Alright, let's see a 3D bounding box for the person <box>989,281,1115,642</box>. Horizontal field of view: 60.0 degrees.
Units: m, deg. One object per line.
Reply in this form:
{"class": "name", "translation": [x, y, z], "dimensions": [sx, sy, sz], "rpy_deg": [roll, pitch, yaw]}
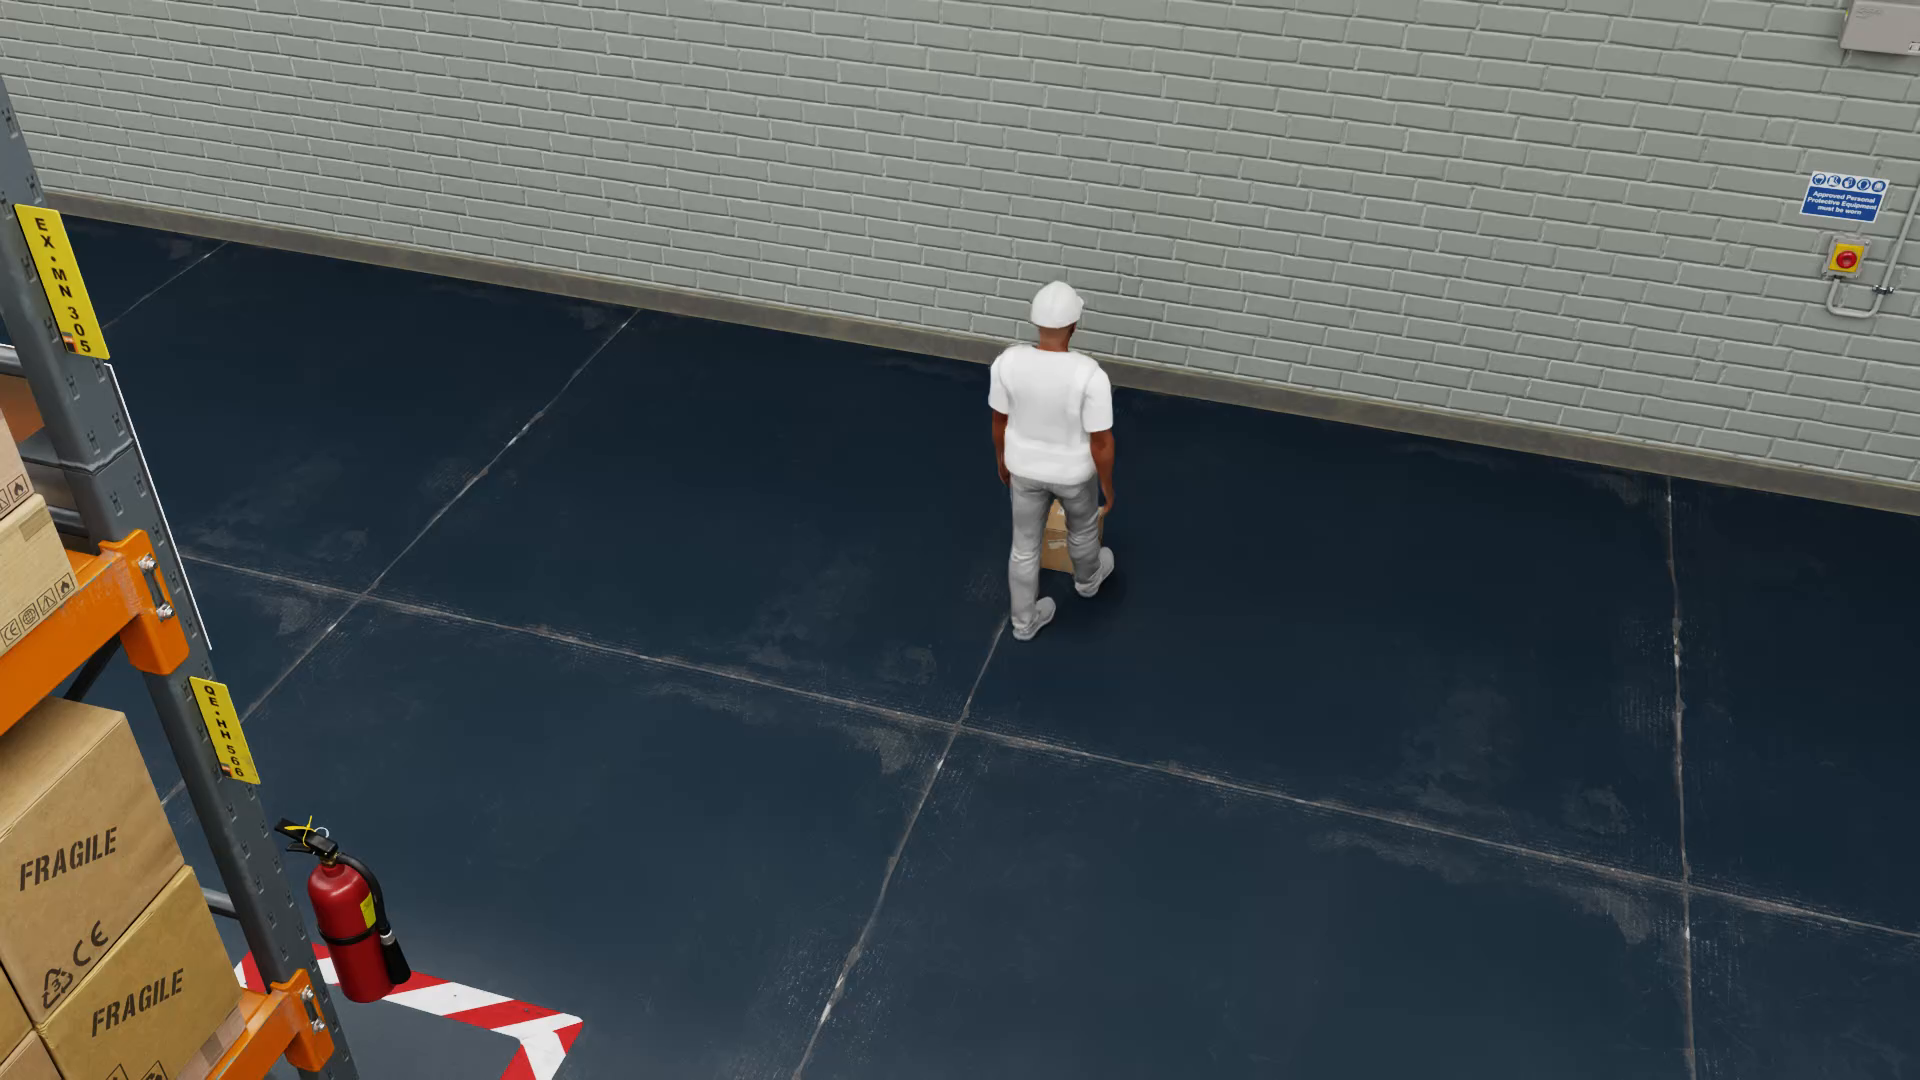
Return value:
{"class": "person", "translation": [0.449, -0.409, 7.413], "dimensions": [0.577, 1.753, 0.709], "rpy_deg": [10, 38, 13]}
